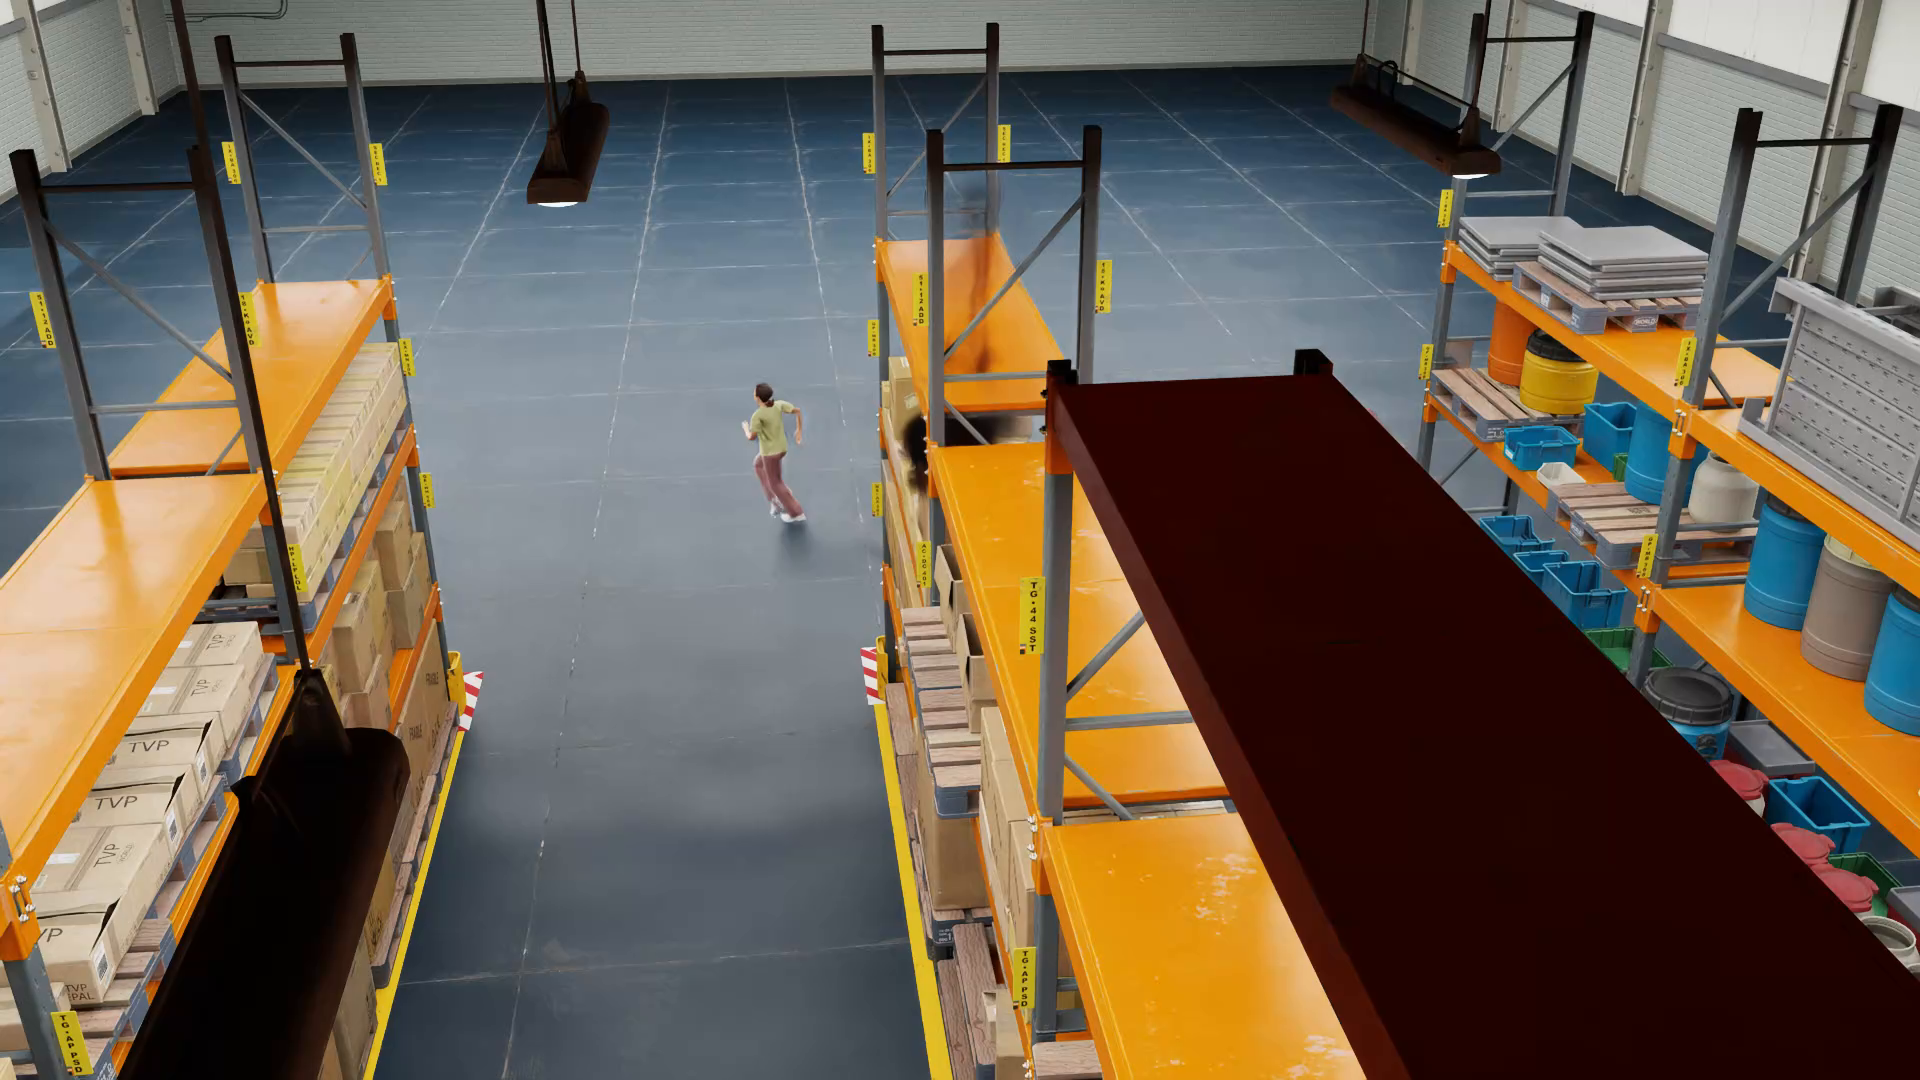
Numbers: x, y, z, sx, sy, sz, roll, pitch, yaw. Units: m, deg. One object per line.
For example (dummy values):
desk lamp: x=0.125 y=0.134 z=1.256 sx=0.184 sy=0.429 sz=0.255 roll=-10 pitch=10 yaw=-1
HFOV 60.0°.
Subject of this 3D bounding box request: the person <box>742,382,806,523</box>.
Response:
person: x=-2.090 y=-0.984 z=18.629 sx=0.756 sy=1.609 sz=0.609 roll=16 pitch=30 yaw=30
